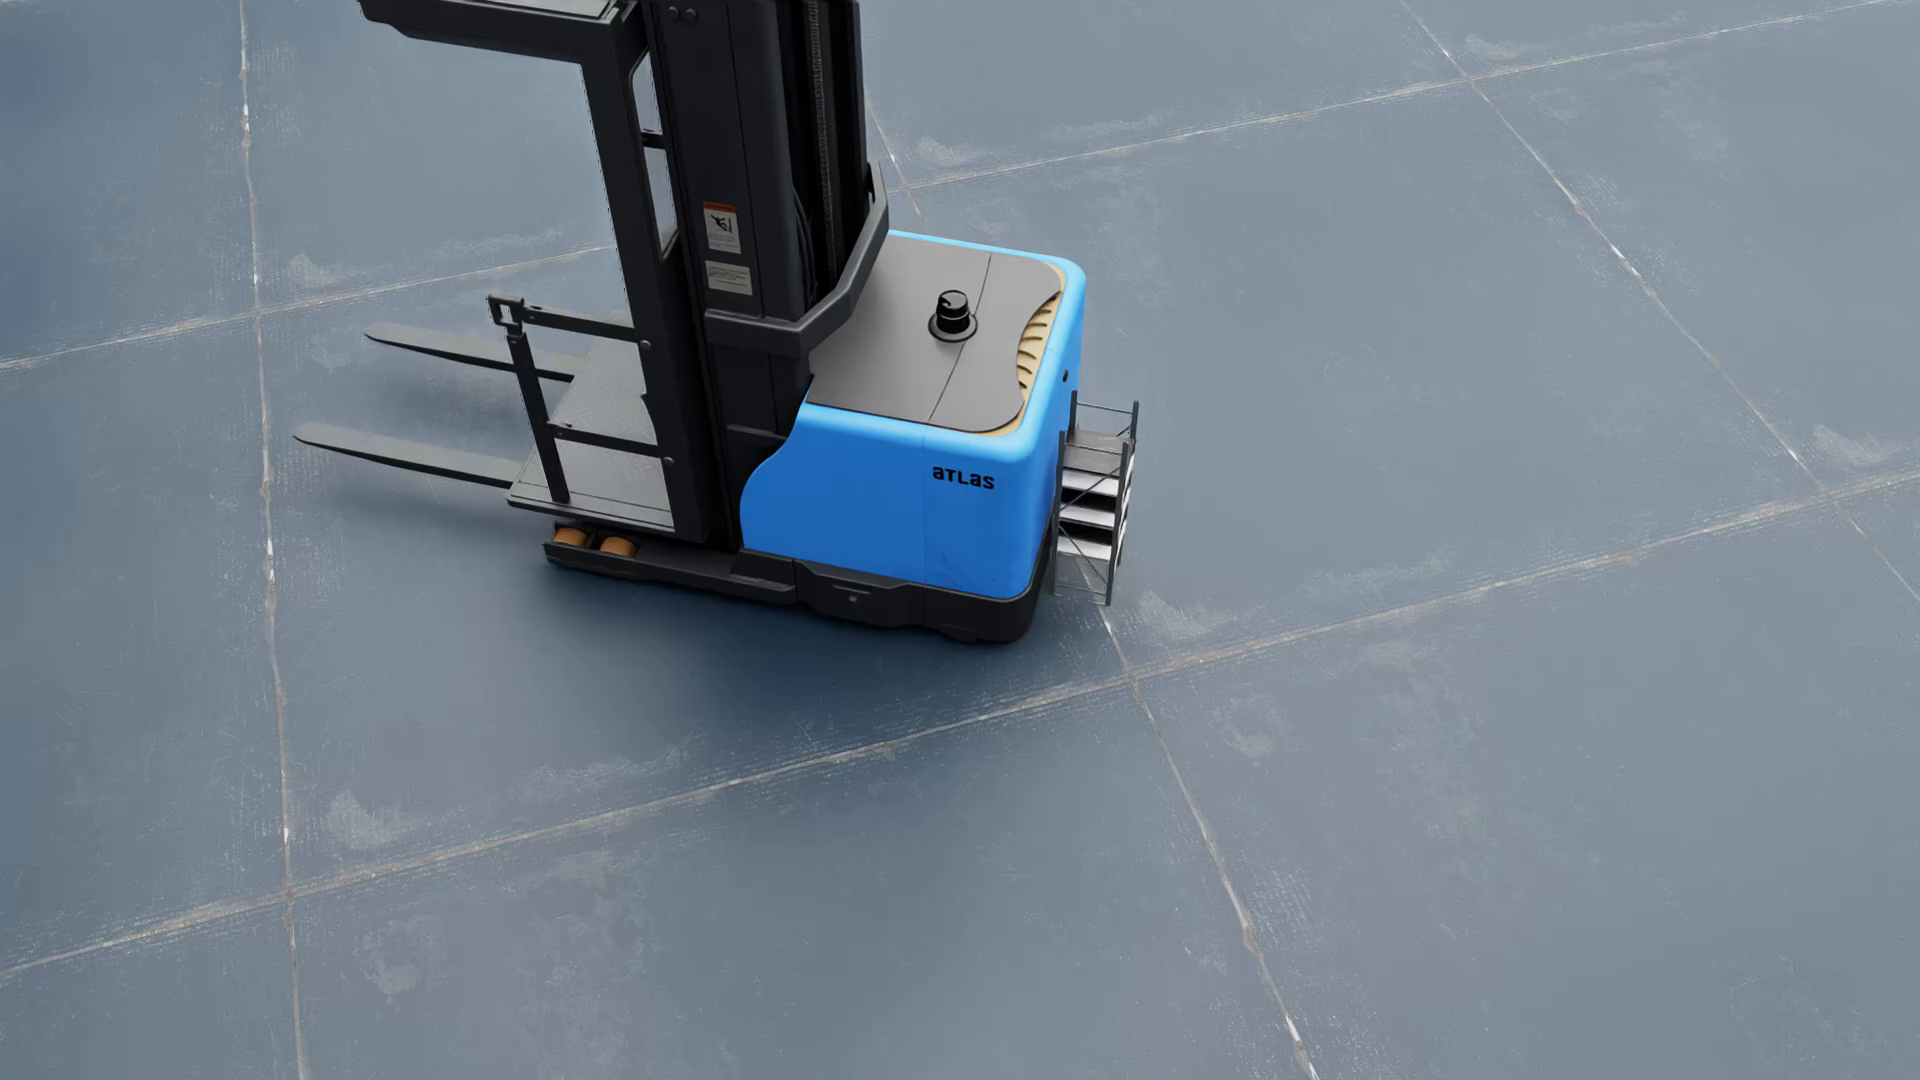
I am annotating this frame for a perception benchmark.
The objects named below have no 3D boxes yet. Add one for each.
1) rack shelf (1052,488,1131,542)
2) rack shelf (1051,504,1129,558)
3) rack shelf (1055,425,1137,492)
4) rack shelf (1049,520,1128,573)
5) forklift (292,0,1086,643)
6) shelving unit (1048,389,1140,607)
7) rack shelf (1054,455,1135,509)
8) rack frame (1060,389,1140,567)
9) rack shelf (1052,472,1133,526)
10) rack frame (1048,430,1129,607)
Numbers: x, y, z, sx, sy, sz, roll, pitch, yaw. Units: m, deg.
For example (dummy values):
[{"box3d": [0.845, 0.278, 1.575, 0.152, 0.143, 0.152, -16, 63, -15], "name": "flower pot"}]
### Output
[{"box3d": [0.481, -0.115, 6.091, 0.258, 0.077, 0.200, 11, 51, 9], "name": "rack shelf"}, {"box3d": [0.481, -0.057, 6.160, 0.258, 0.077, 0.200, 11, 51, 9], "name": "rack shelf"}, {"box3d": [0.481, -0.289, 5.885, 0.258, 0.077, 0.200, 11, 51, 9], "name": "rack shelf"}, {"box3d": [0.481, 0.001, 6.229, 0.258, 0.077, 0.200, 11, 51, 9], "name": "rack shelf"}, {"box3d": [-1.106, -1.179, 5.616, 3.031, 2.935, 1.130, 11, 51, 9], "name": "forklift"}, {"box3d": [0.481, -0.136, 6.066, 0.258, 0.900, 0.210, 11, 51, 9], "name": "shelving unit"}, {"box3d": [0.481, -0.231, 5.954, 0.258, 0.077, 0.200, 11, 51, 9], "name": "rack shelf"}, {"box3d": [0.506, -0.212, 6.129, 0.240, 0.900, 0.006, 11, 51, 9], "name": "rack frame"}, {"box3d": [0.481, -0.173, 6.022, 0.258, 0.077, 0.200, 11, 51, 9], "name": "rack shelf"}, {"box3d": [0.456, -0.061, 6.002, 0.240, 0.900, 0.006, 11, 51, 9], "name": "rack frame"}]
